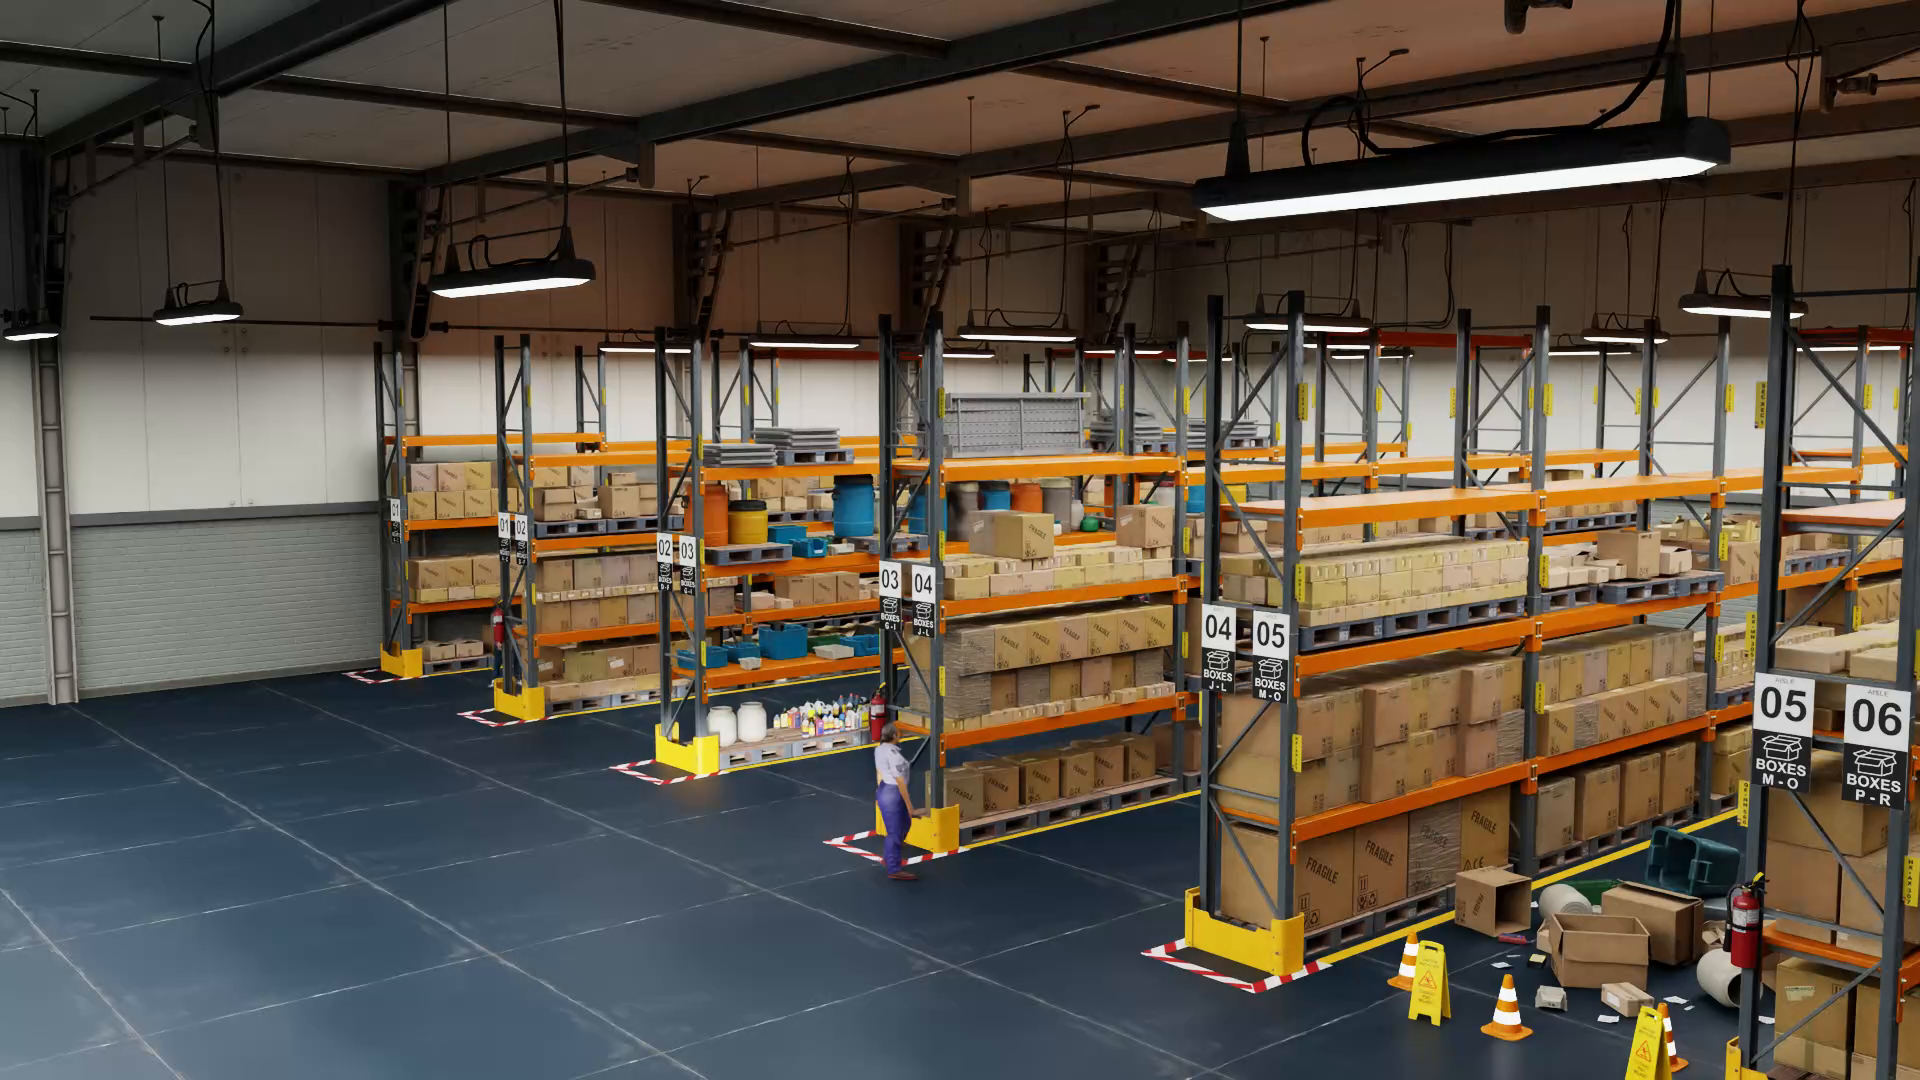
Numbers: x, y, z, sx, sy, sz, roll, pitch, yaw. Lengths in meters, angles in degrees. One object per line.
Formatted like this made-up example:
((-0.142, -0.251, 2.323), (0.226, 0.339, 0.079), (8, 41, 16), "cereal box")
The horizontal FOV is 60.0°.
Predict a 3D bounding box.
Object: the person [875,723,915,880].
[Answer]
((-0.682, 2.764, 17.570), (0.397, 1.688, 0.506), (-1, 5, -9), "person")

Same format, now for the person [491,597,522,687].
((-7.863, 1.768, 28.826), (0.579, 1.605, 0.534), (-4, 7, -40), "person")
